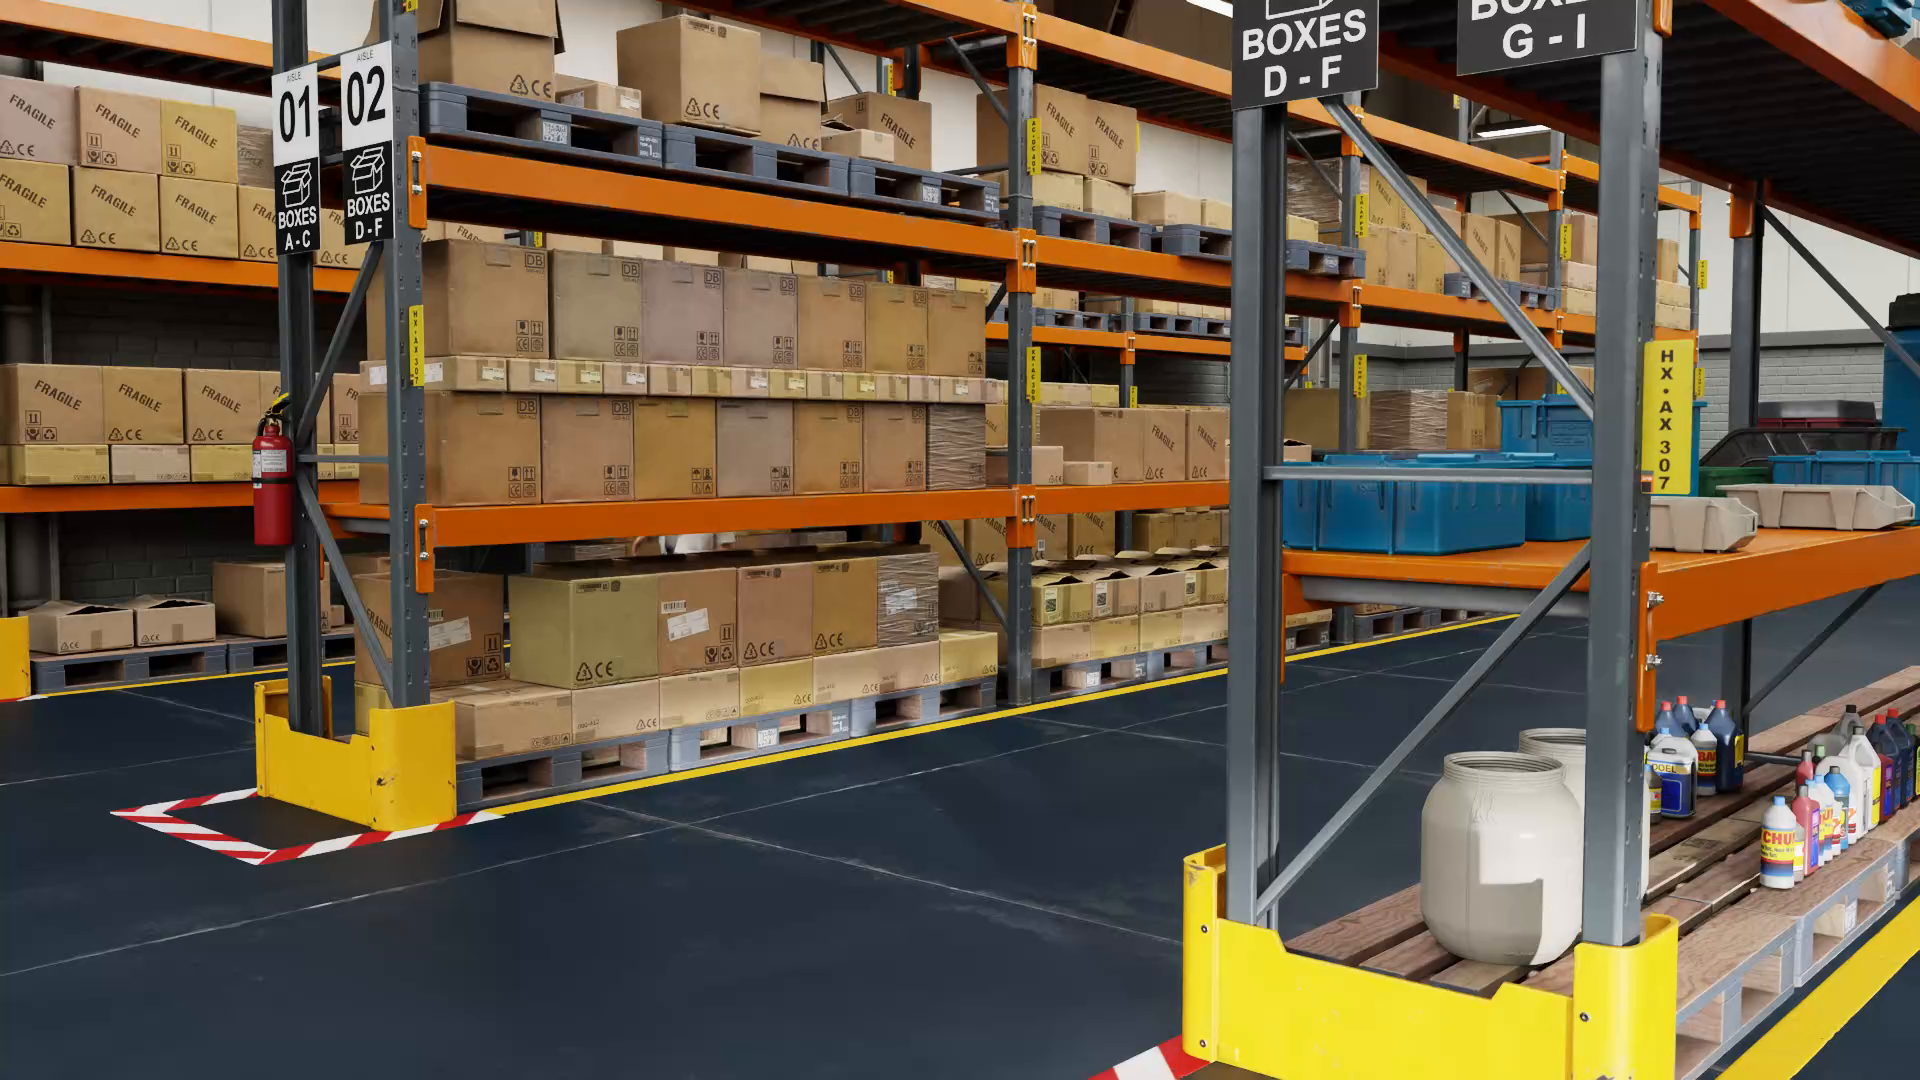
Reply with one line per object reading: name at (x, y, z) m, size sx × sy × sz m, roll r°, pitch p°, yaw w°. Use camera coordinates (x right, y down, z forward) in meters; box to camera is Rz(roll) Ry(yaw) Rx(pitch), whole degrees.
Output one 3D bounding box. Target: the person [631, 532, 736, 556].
person at (-1.919, 0.011, 11.273) m, size 0.623 × 1.728 × 1.047 m, roll 3°, pitch 4°, yaw 36°
